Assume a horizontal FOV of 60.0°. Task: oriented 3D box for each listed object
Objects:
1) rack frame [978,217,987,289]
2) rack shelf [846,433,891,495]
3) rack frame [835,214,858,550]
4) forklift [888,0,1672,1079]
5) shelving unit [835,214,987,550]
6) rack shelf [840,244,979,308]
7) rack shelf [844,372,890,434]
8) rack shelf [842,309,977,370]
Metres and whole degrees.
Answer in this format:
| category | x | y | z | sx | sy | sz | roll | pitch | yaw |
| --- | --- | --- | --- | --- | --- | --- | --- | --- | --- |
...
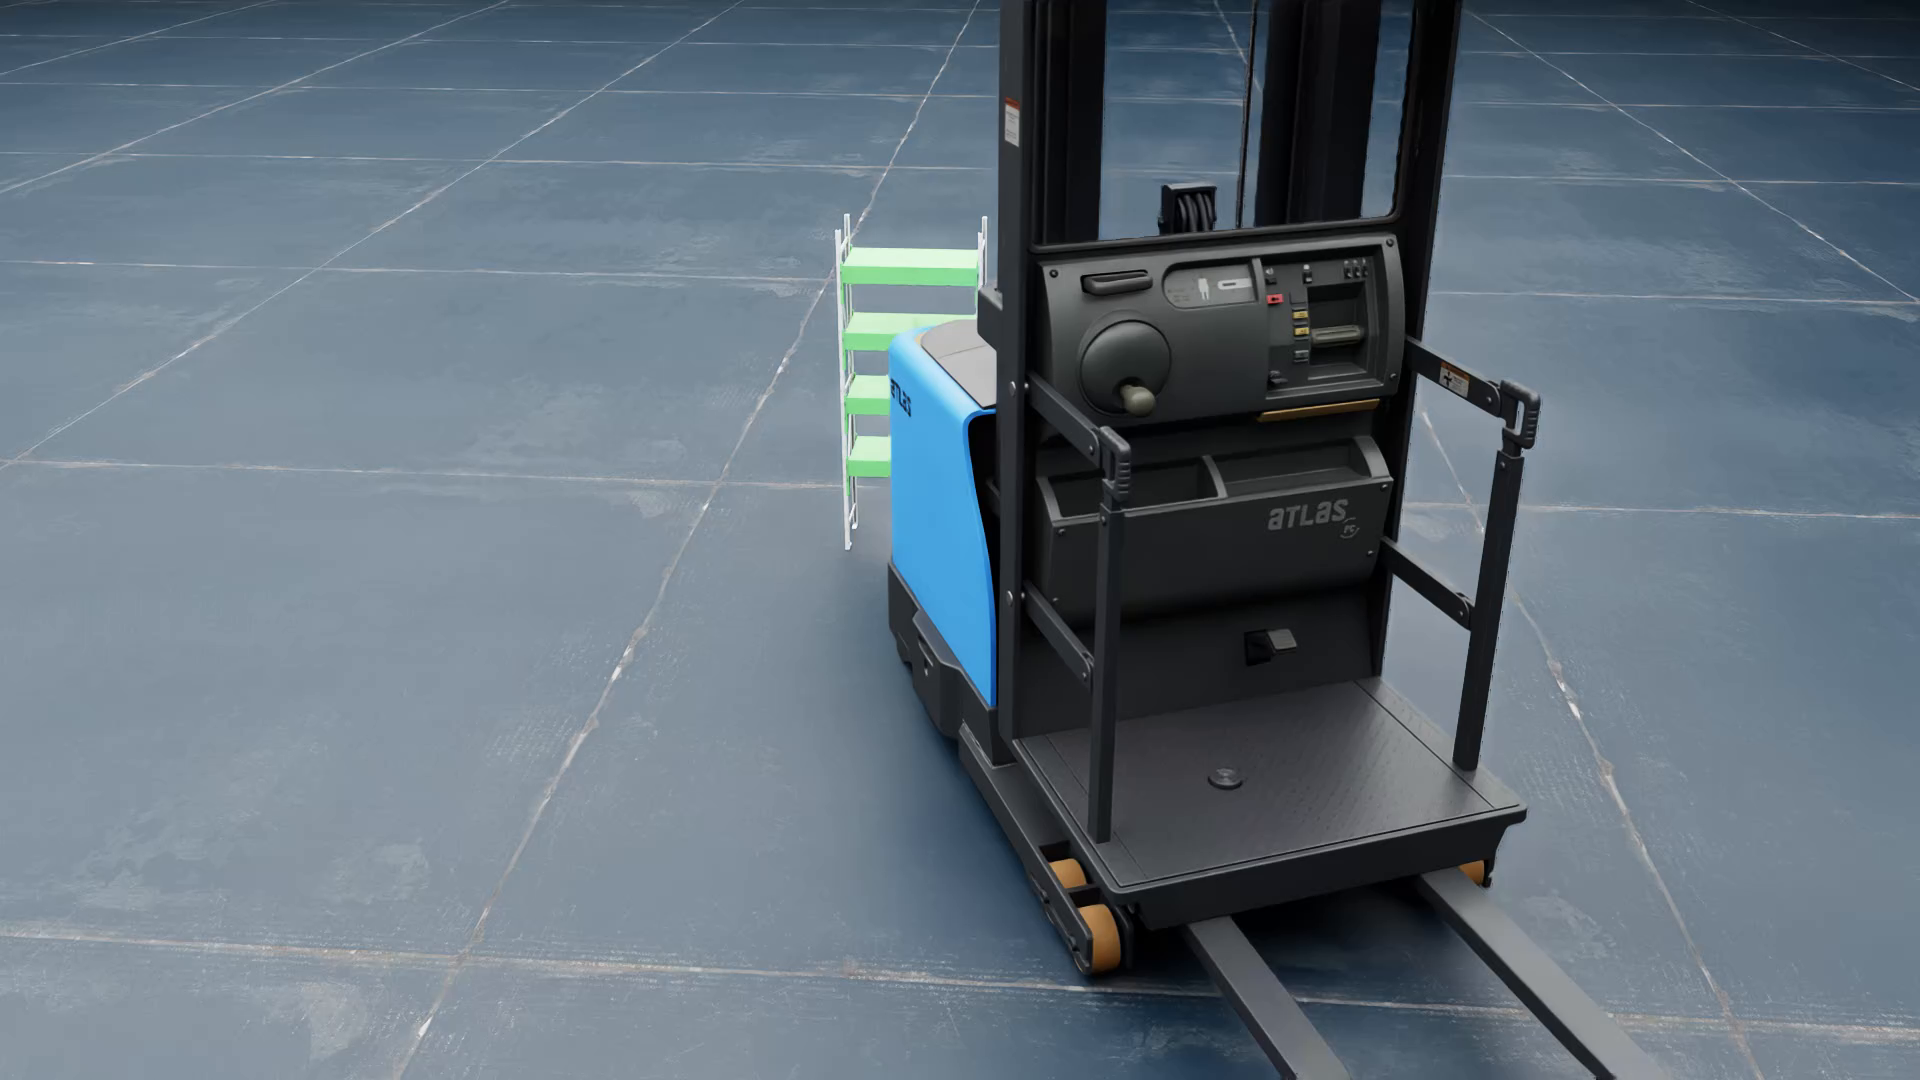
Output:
| category | x | y | z | sx | sy | sz | roll | pitch | yaw |
| --- | --- | --- | --- | --- | --- | --- | --- | --- | --- |
| rack frame | 0.078 | -0.543 | 5.994 | 0.015 | 1.200 | 0.240 | 2 | 25 | 4 |
| rack shelf | -0.165 | -0.274 | 6.138 | 0.480 | 0.148 | 0.258 | 2 | 25 | 4 |
| rack frame | -0.408 | -0.558 | 6.028 | 0.015 | 1.200 | 0.240 | 2 | 25 | 4 |
| forklift | 0.709 | -0.481 | 3.788 | 1.130 | 2.935 | 3.031 | -8 | 26 | -16 |
| shelving unit | -0.165 | -0.550 | 6.011 | 0.503 | 1.200 | 0.258 | 2 | 25 | 4 |
| rack shelf | -0.165 | -0.928 | 5.837 | 0.480 | 0.148 | 0.258 | 2 | 25 | 4 |
| rack shelf | -0.165 | -0.492 | 6.037 | 0.480 | 0.148 | 0.258 | 2 | 25 | 4 |
| rack shelf | -0.165 | -0.710 | 5.937 | 0.480 | 0.148 | 0.258 | 2 | 25 | 4 |
